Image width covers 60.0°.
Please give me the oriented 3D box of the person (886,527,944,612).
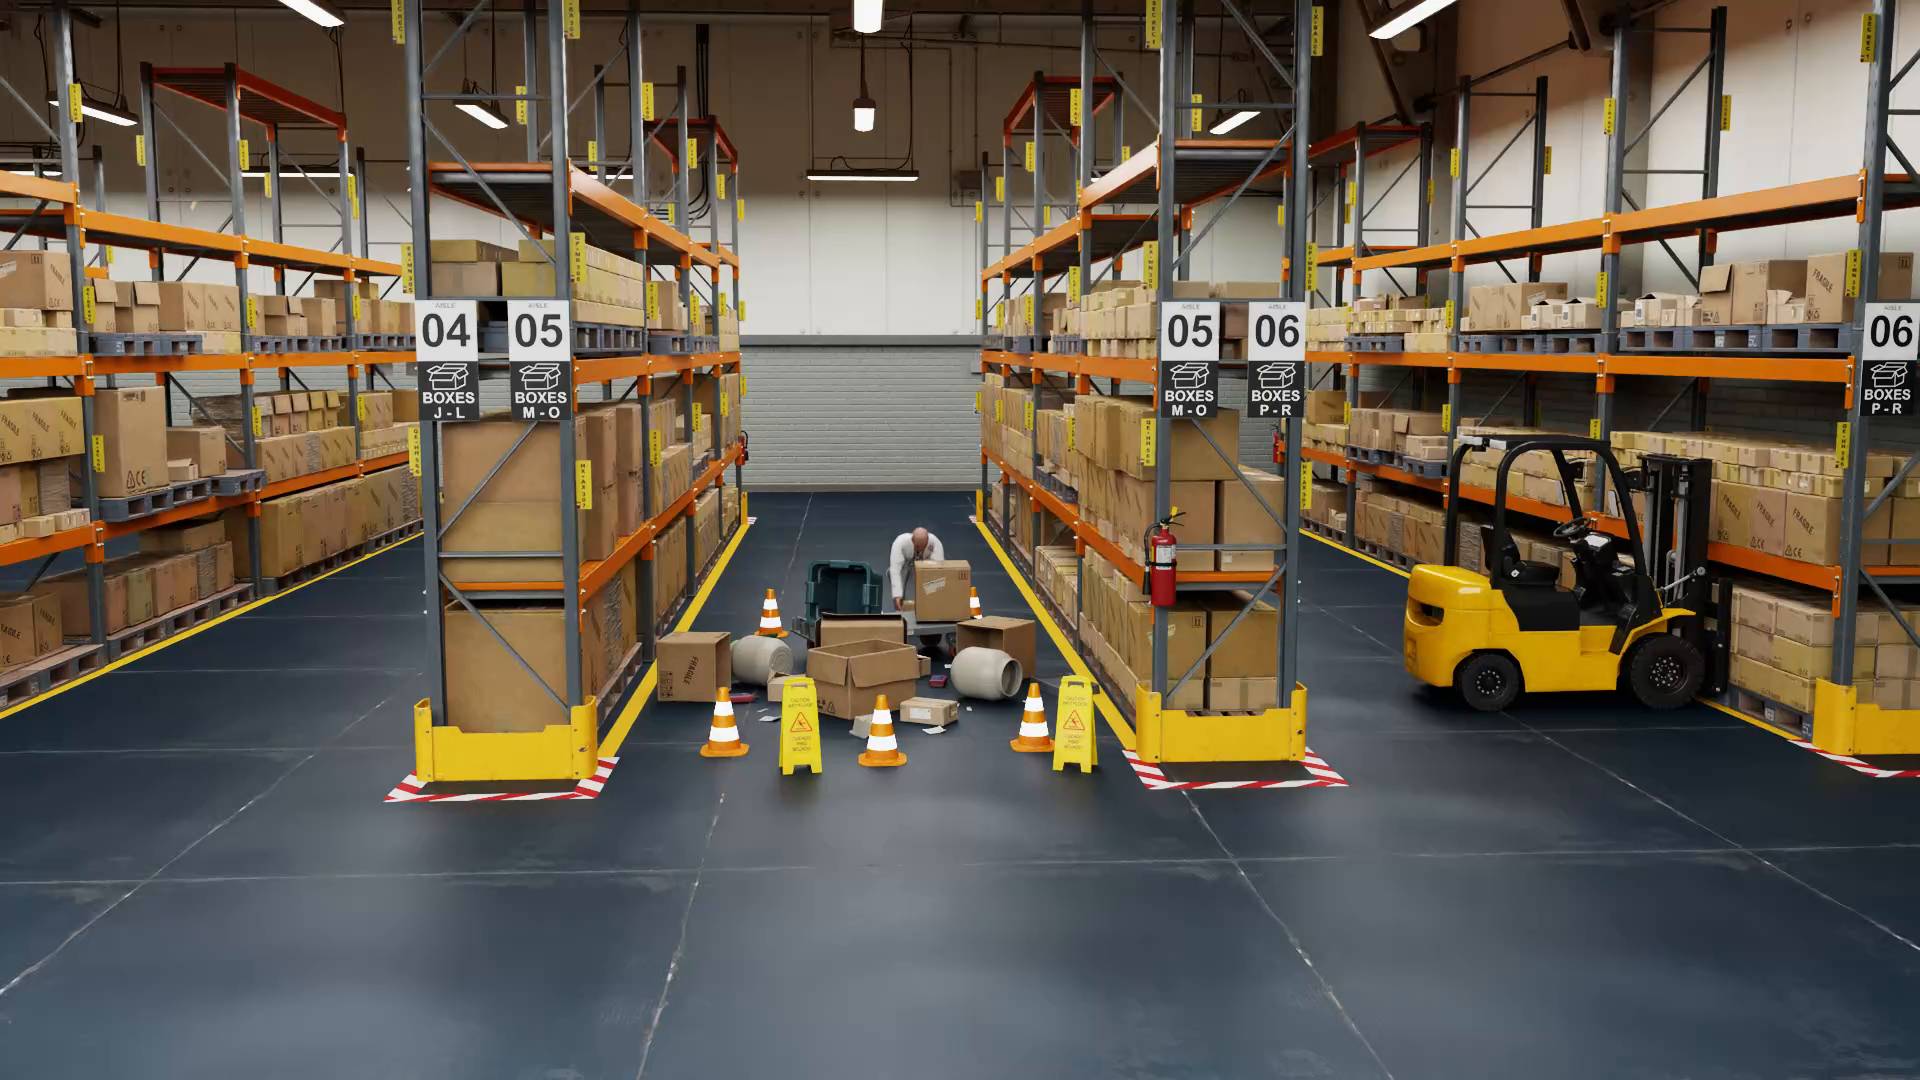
[{"bbox_3d":[-0.478,0.348,17.628,0.612,1.012,0.895,0,7,-4],"label":"person"}]
